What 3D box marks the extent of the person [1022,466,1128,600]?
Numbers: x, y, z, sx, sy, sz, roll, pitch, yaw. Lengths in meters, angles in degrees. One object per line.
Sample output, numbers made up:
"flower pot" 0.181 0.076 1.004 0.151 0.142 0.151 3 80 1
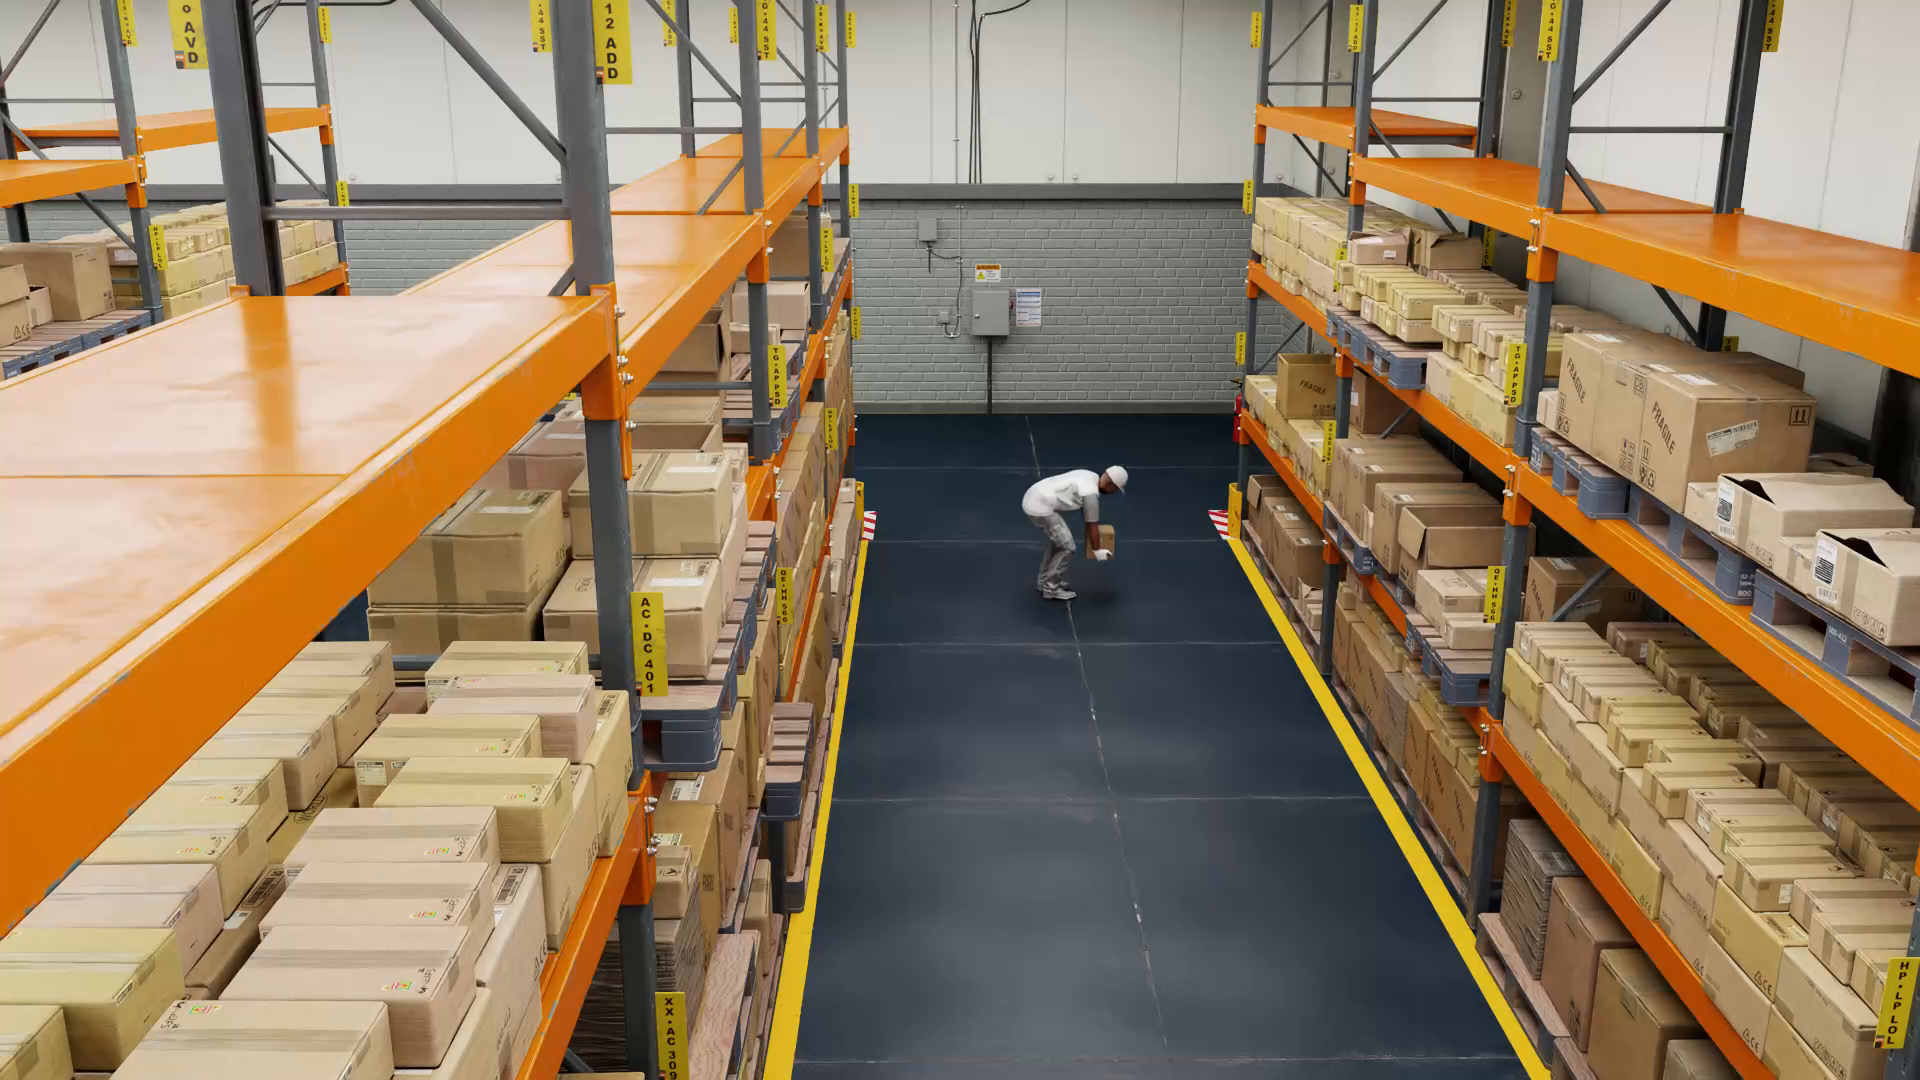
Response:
"person" 1.049 -0.085 15.256 0.958 1.215 0.510 -1 17 -3
